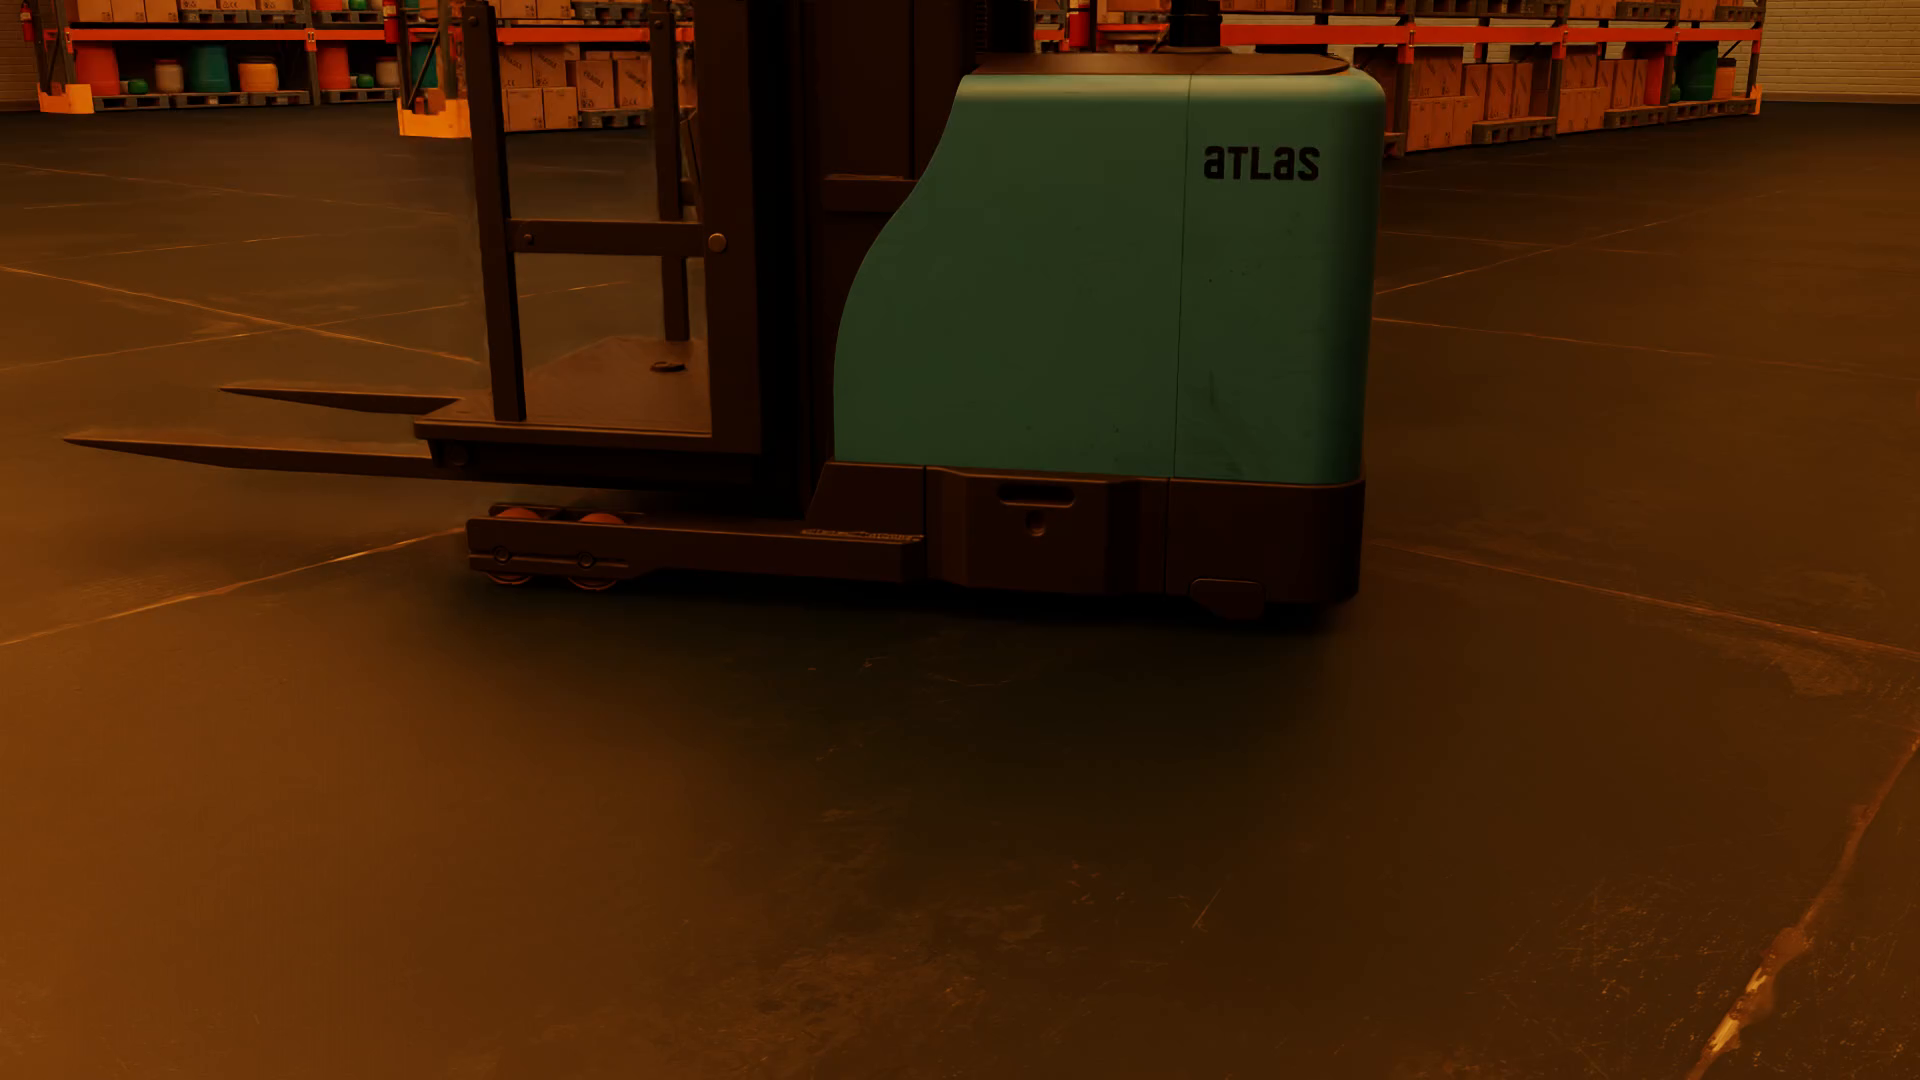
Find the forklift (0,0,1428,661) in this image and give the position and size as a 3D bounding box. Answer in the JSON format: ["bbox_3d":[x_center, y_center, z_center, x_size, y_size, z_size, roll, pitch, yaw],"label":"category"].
[{"bbox_3d":[-0.579,-1.343,3.322,3.031,2.935,1.130,-6,18,-18],"label":"forklift"}]
